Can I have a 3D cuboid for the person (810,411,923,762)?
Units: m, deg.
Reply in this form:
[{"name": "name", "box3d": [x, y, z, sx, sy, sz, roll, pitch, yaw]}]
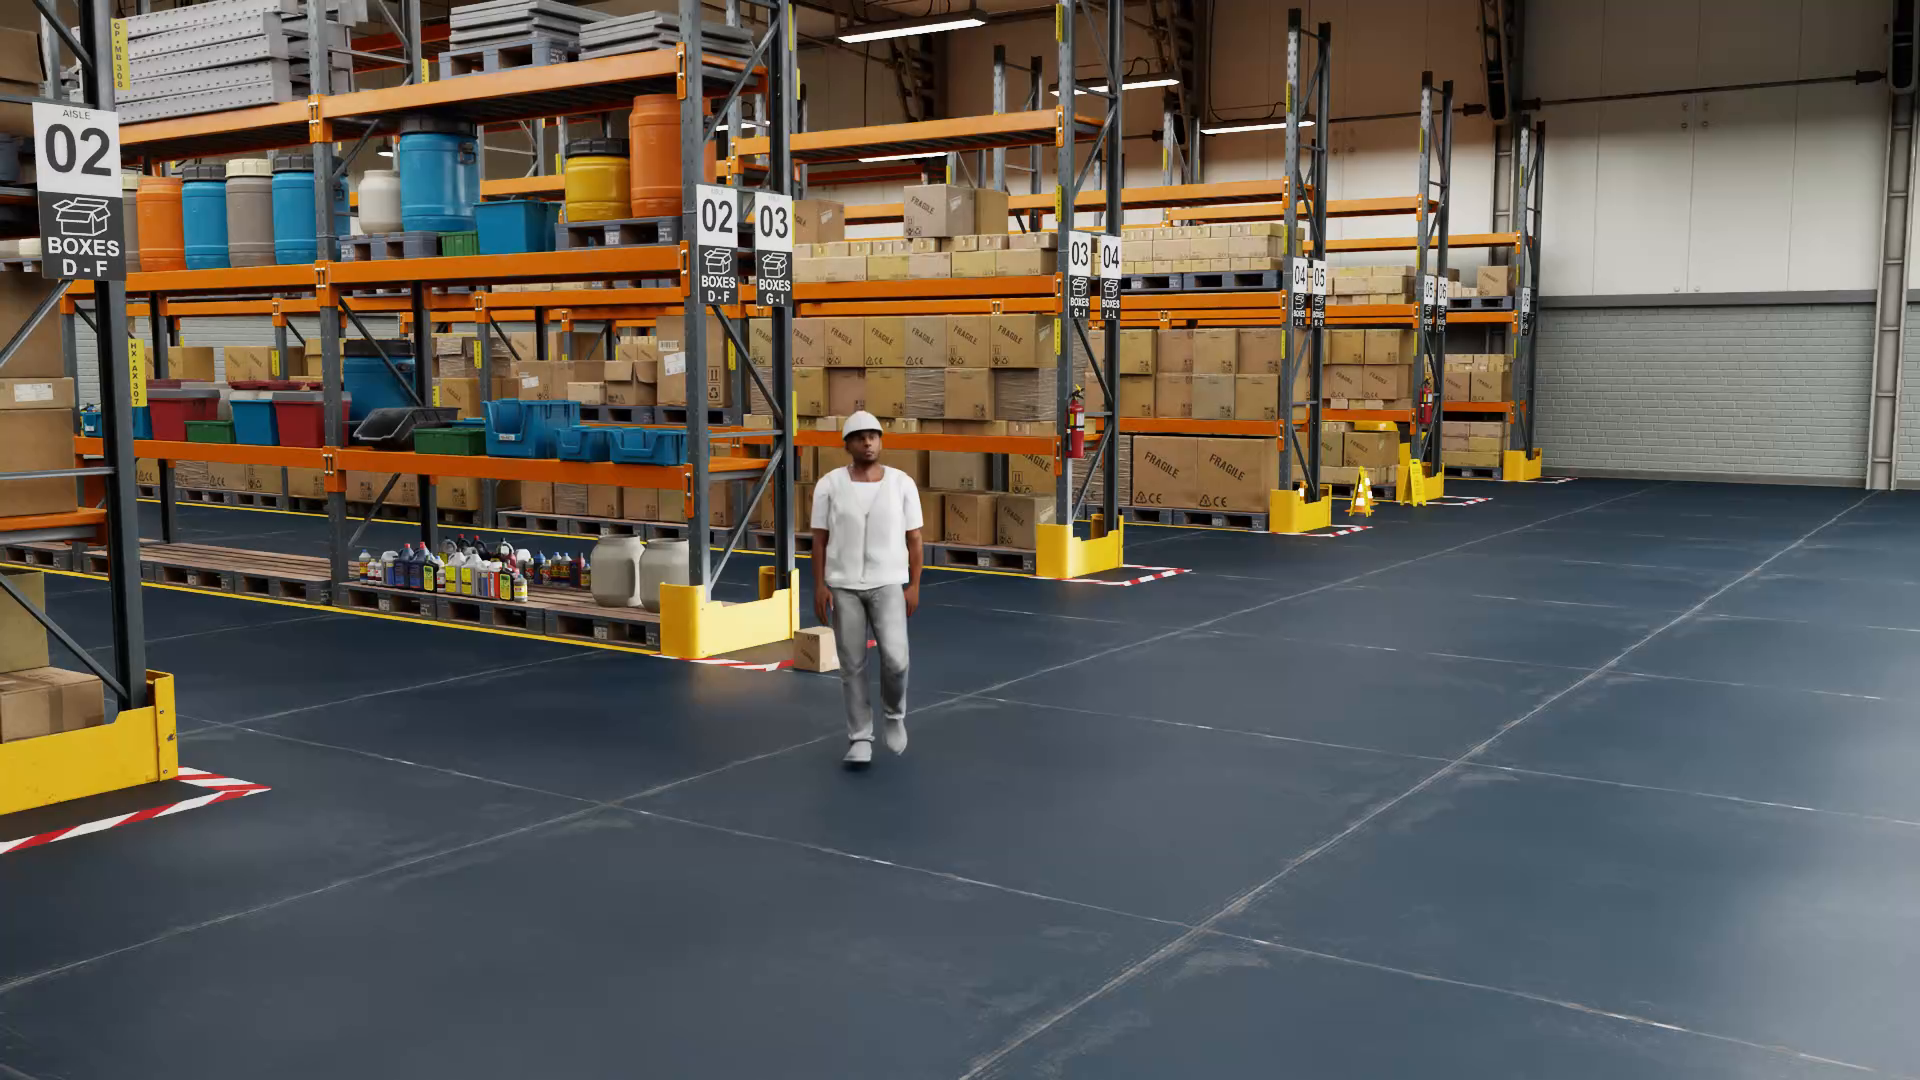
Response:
[{"name": "person", "box3d": [-0.468, 0.235, 8.315, 0.562, 1.756, 0.476, 0, 6, 0]}]
